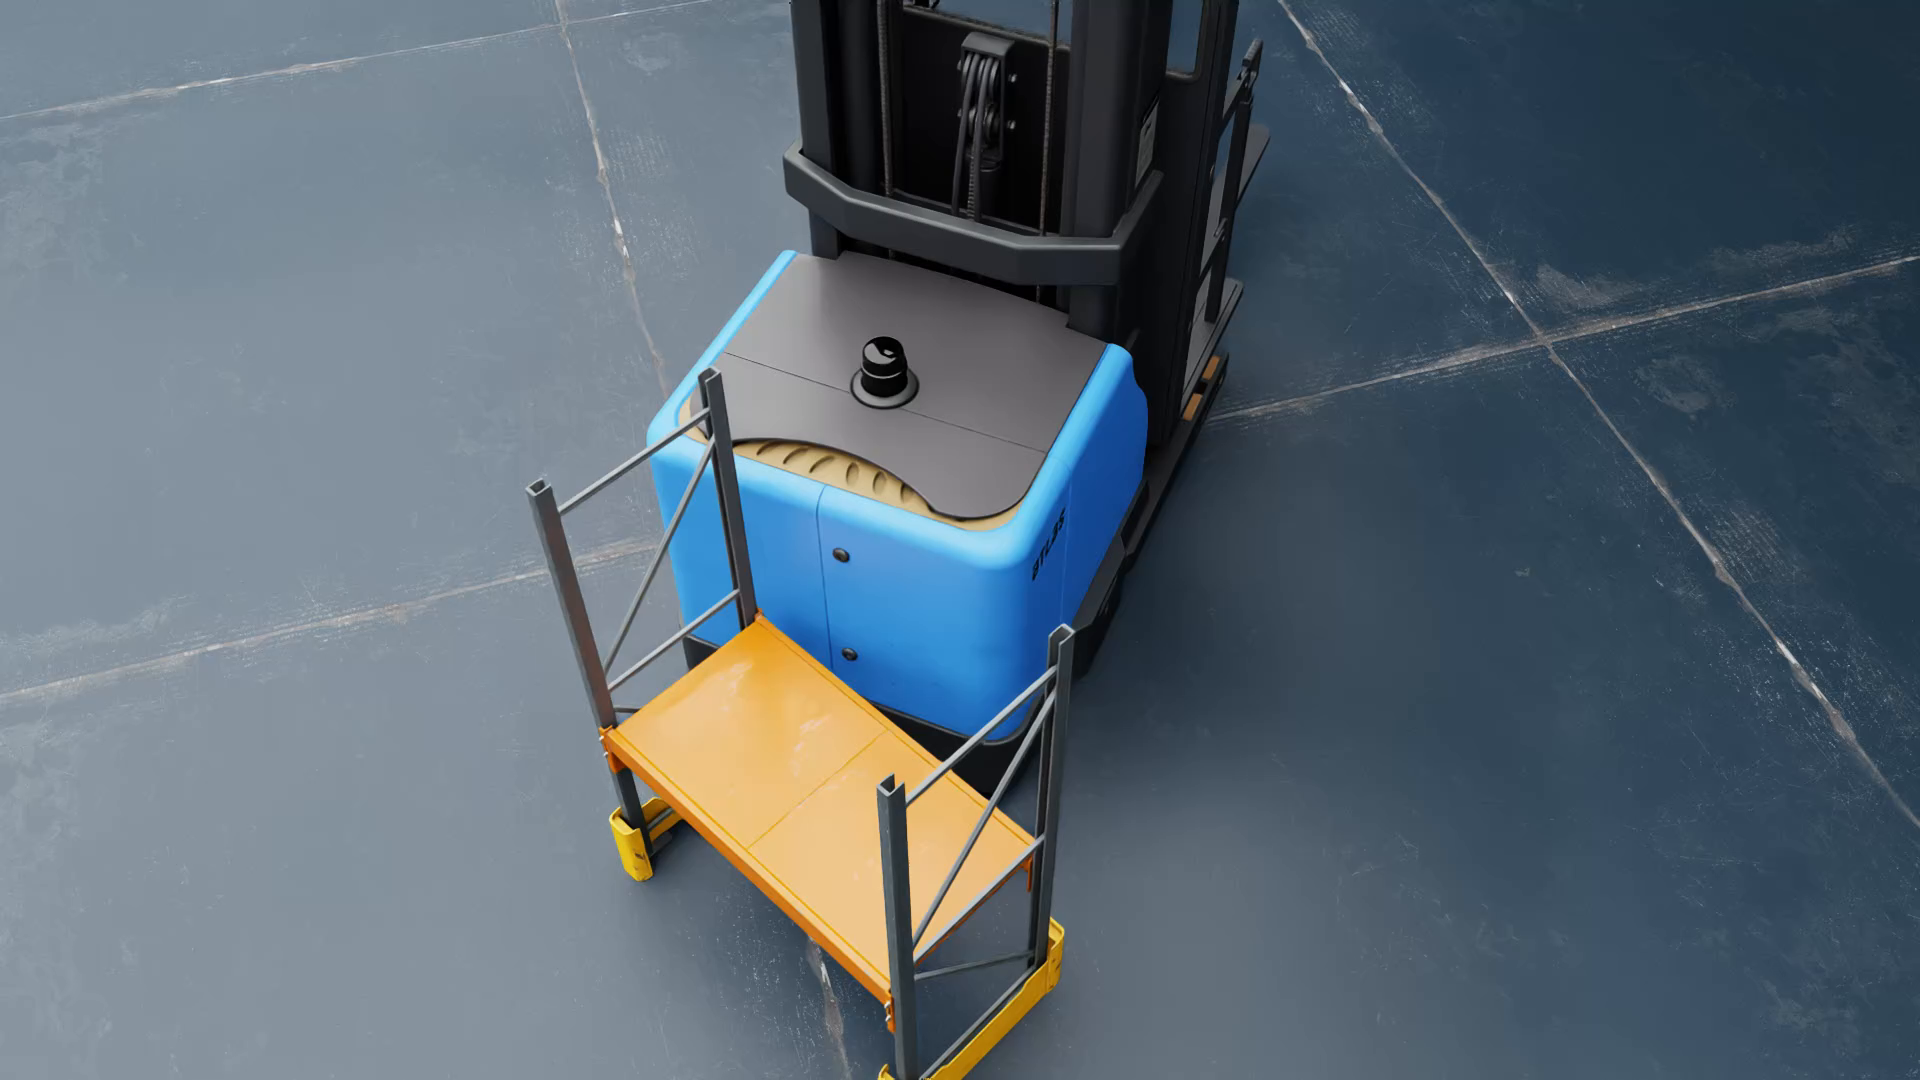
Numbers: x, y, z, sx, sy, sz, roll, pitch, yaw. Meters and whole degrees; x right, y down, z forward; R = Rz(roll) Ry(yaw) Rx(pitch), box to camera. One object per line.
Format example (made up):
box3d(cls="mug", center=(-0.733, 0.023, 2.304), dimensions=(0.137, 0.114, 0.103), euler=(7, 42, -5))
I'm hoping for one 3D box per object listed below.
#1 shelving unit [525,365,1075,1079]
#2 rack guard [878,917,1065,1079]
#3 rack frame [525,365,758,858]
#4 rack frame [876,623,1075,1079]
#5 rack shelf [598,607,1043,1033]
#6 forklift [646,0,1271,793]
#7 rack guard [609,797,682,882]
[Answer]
box3d(cls="shelving unit", center=(-0.326, 0.523, 3.828), dimensions=(1.083, 1.500, 0.587), euler=(36, 59, 26))
box3d(cls="rack guard", center=(0.034, 1.189, 4.084), dimensions=(0.087, 0.250, 0.587), euler=(36, 59, 26))
box3d(cls="rack frame", center=(-0.700, 0.249, 4.059), dimensions=(0.032, 1.500, 0.500), euler=(36, 59, 26))
box3d(cls="rack frame", center=(0.035, 0.786, 3.606), dimensions=(0.032, 1.500, 0.500), euler=(36, 59, 26))
box3d(cls="rack shelf", center=(-0.332, 0.634, 3.970), dimensions=(1.000, 0.185, 0.538), euler=(36, 59, 26))
box3d(cls="forklift", center=(0.258, -1.399, 4.512), dimensions=(1.130, 2.935, 3.031), euler=(18, 52, 15))
box3d(cls="rack guard", center=(-0.686, 0.662, 4.528), dimensions=(0.087, 0.250, 0.587), euler=(36, 59, 26))
